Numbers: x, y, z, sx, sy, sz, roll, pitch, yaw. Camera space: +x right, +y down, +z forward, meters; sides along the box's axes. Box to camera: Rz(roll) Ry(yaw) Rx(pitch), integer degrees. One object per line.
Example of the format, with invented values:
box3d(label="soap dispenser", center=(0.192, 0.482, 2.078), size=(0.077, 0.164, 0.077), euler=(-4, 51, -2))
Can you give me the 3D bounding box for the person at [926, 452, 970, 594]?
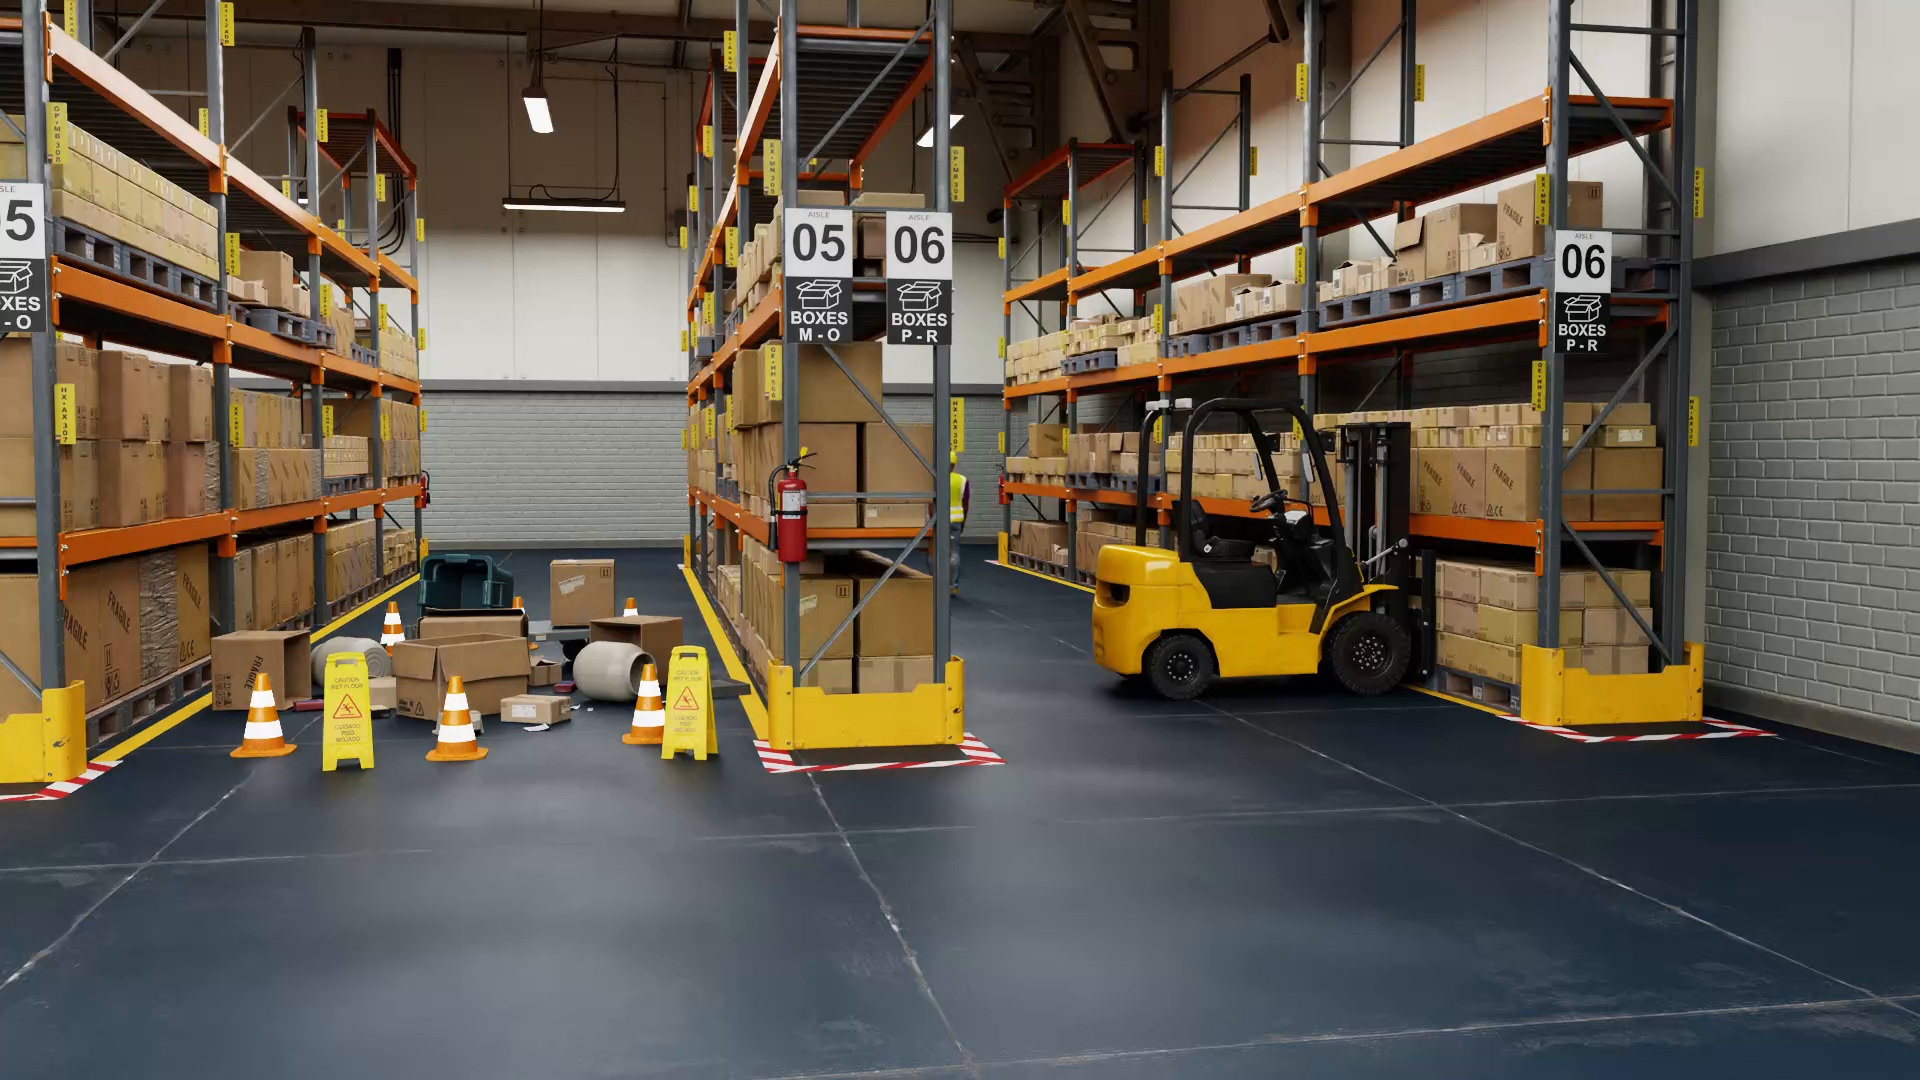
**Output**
box3d(label="person", center=(-0.170, -0.185, 20.633), size=(0.572, 1.827, 0.567), euler=(-1, 3, -19))
